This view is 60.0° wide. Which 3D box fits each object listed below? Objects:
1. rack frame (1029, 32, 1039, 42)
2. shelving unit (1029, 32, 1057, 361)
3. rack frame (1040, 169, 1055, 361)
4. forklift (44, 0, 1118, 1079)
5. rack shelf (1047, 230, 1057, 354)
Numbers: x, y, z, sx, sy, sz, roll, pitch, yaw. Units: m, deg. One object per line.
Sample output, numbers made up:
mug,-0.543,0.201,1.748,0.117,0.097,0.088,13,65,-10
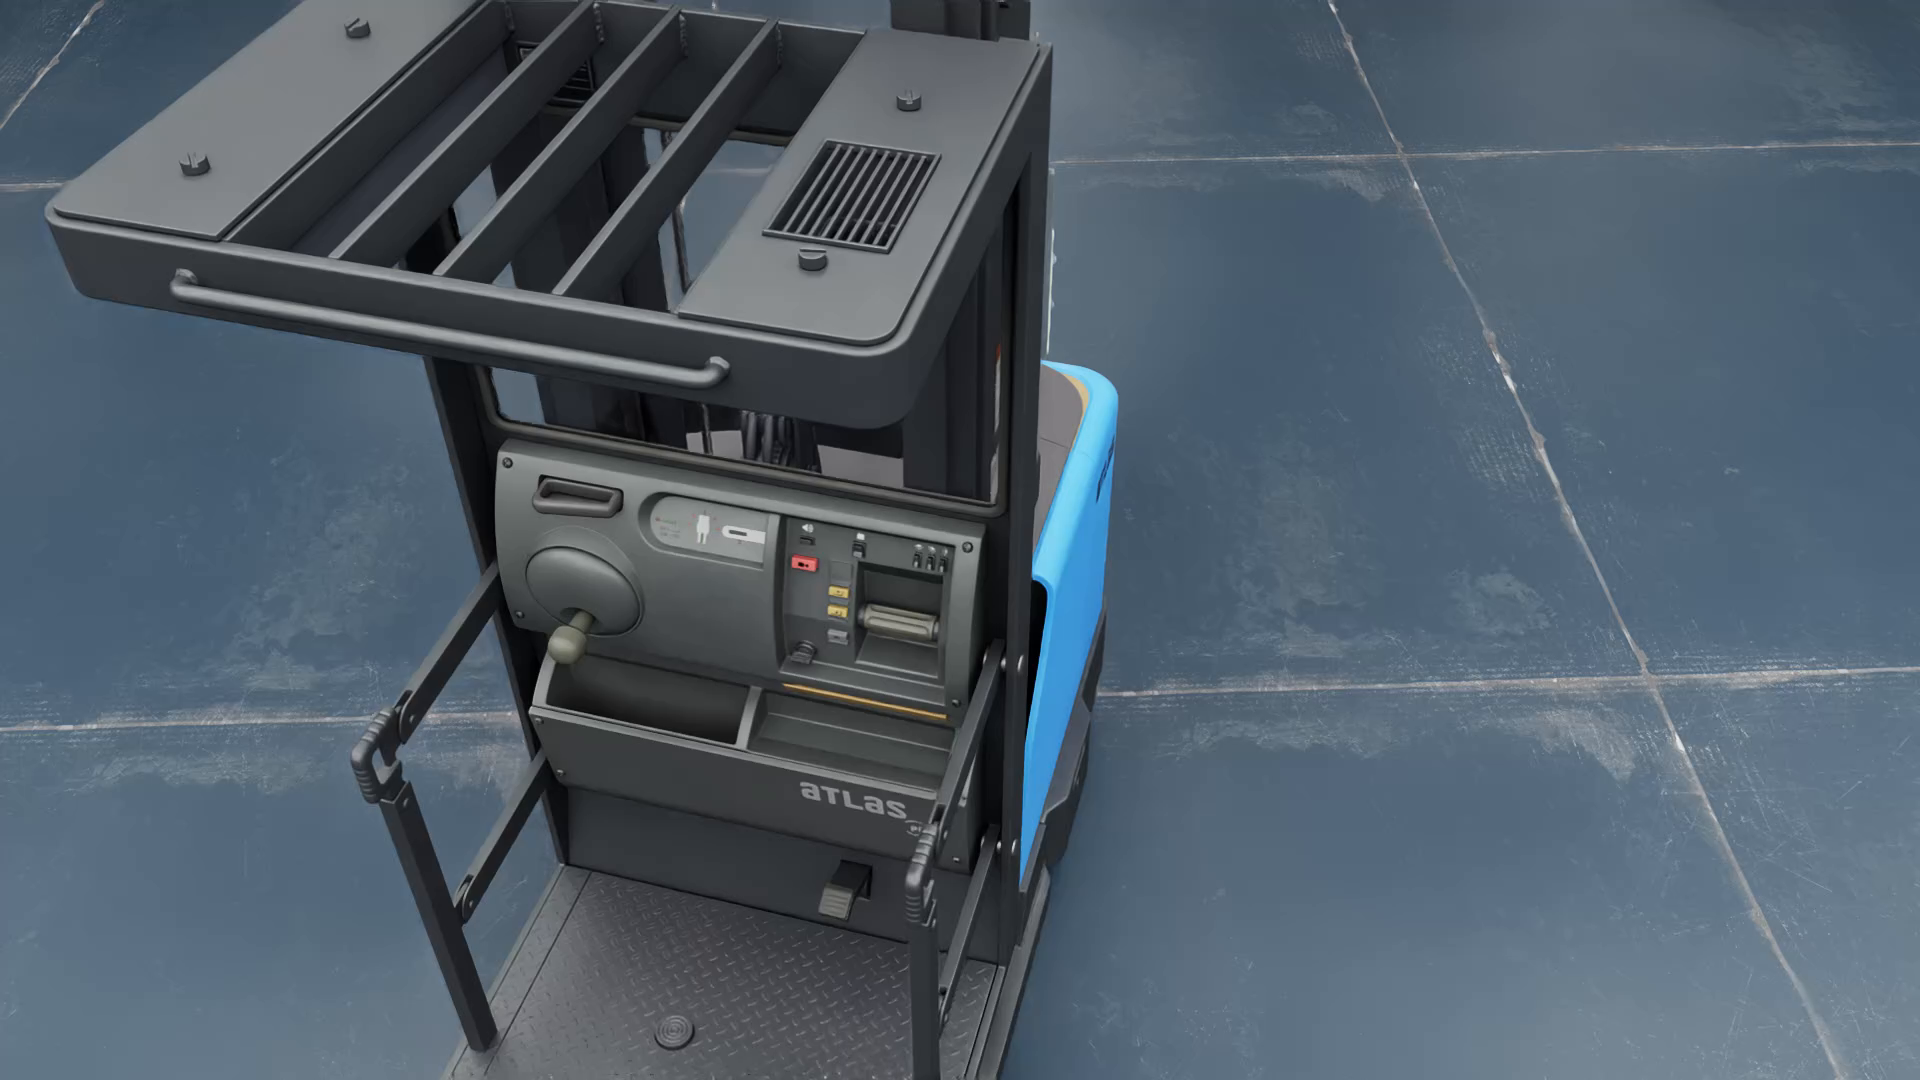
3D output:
rack frame,0.015,-0.826,5.041,0.400,1.500,0.023,-1,43,-1
shelving unit,0.021,-0.578,4.771,0.431,1.500,0.755,-1,43,-1
rack frame,0.027,-0.331,4.501,0.400,1.500,0.023,-1,43,-1
forklift,-0.472,0.167,2.899,1.130,2.935,3.031,10,44,11
rack shelf,0.021,-0.866,4.507,0.431,0.370,0.720,-1,43,-1
